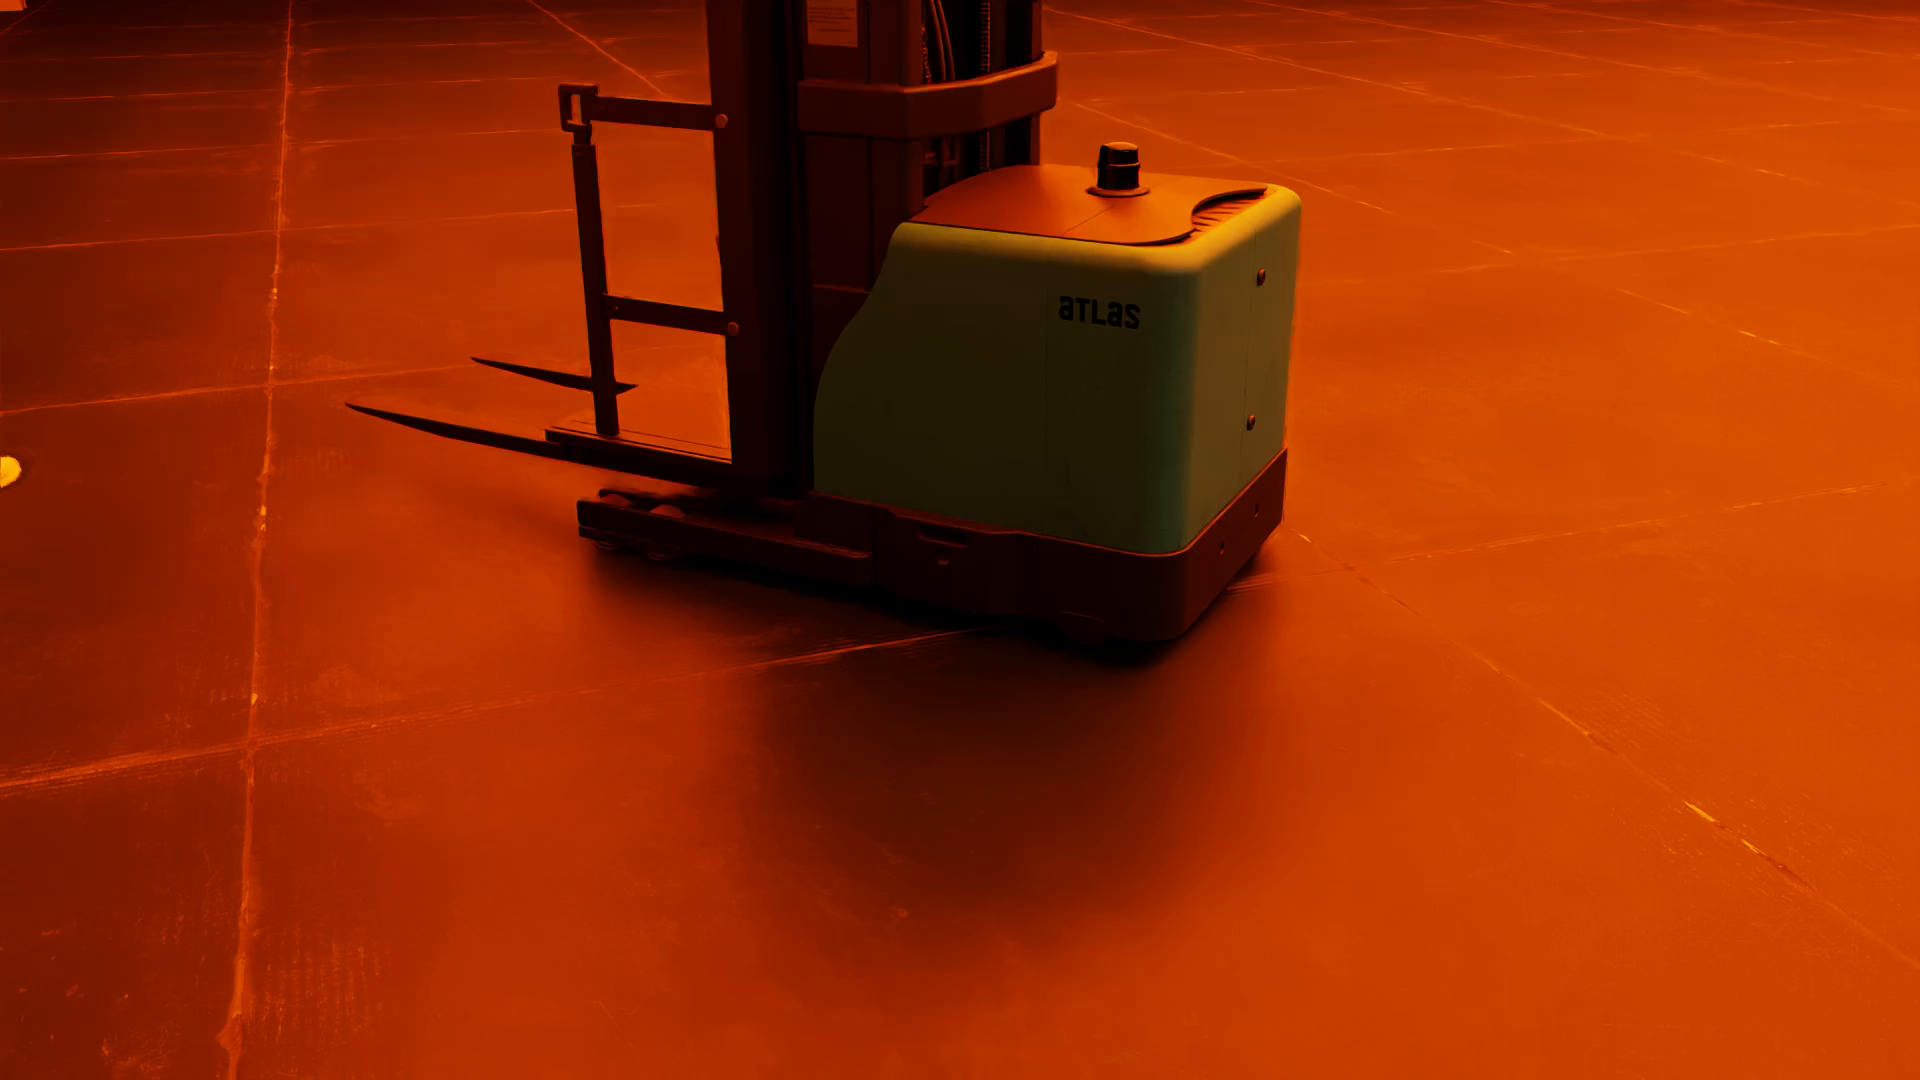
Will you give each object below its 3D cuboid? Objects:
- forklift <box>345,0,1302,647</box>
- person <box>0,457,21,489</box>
[{"bbox_3d":[-0.575,-1.456,4.761,3.031,2.935,1.130,11,25,25],"label":"forklift"},{"bbox_3d":[-3.327,-0.992,5.144,0.620,1.781,0.400,15,27,31],"label":"person"}]
